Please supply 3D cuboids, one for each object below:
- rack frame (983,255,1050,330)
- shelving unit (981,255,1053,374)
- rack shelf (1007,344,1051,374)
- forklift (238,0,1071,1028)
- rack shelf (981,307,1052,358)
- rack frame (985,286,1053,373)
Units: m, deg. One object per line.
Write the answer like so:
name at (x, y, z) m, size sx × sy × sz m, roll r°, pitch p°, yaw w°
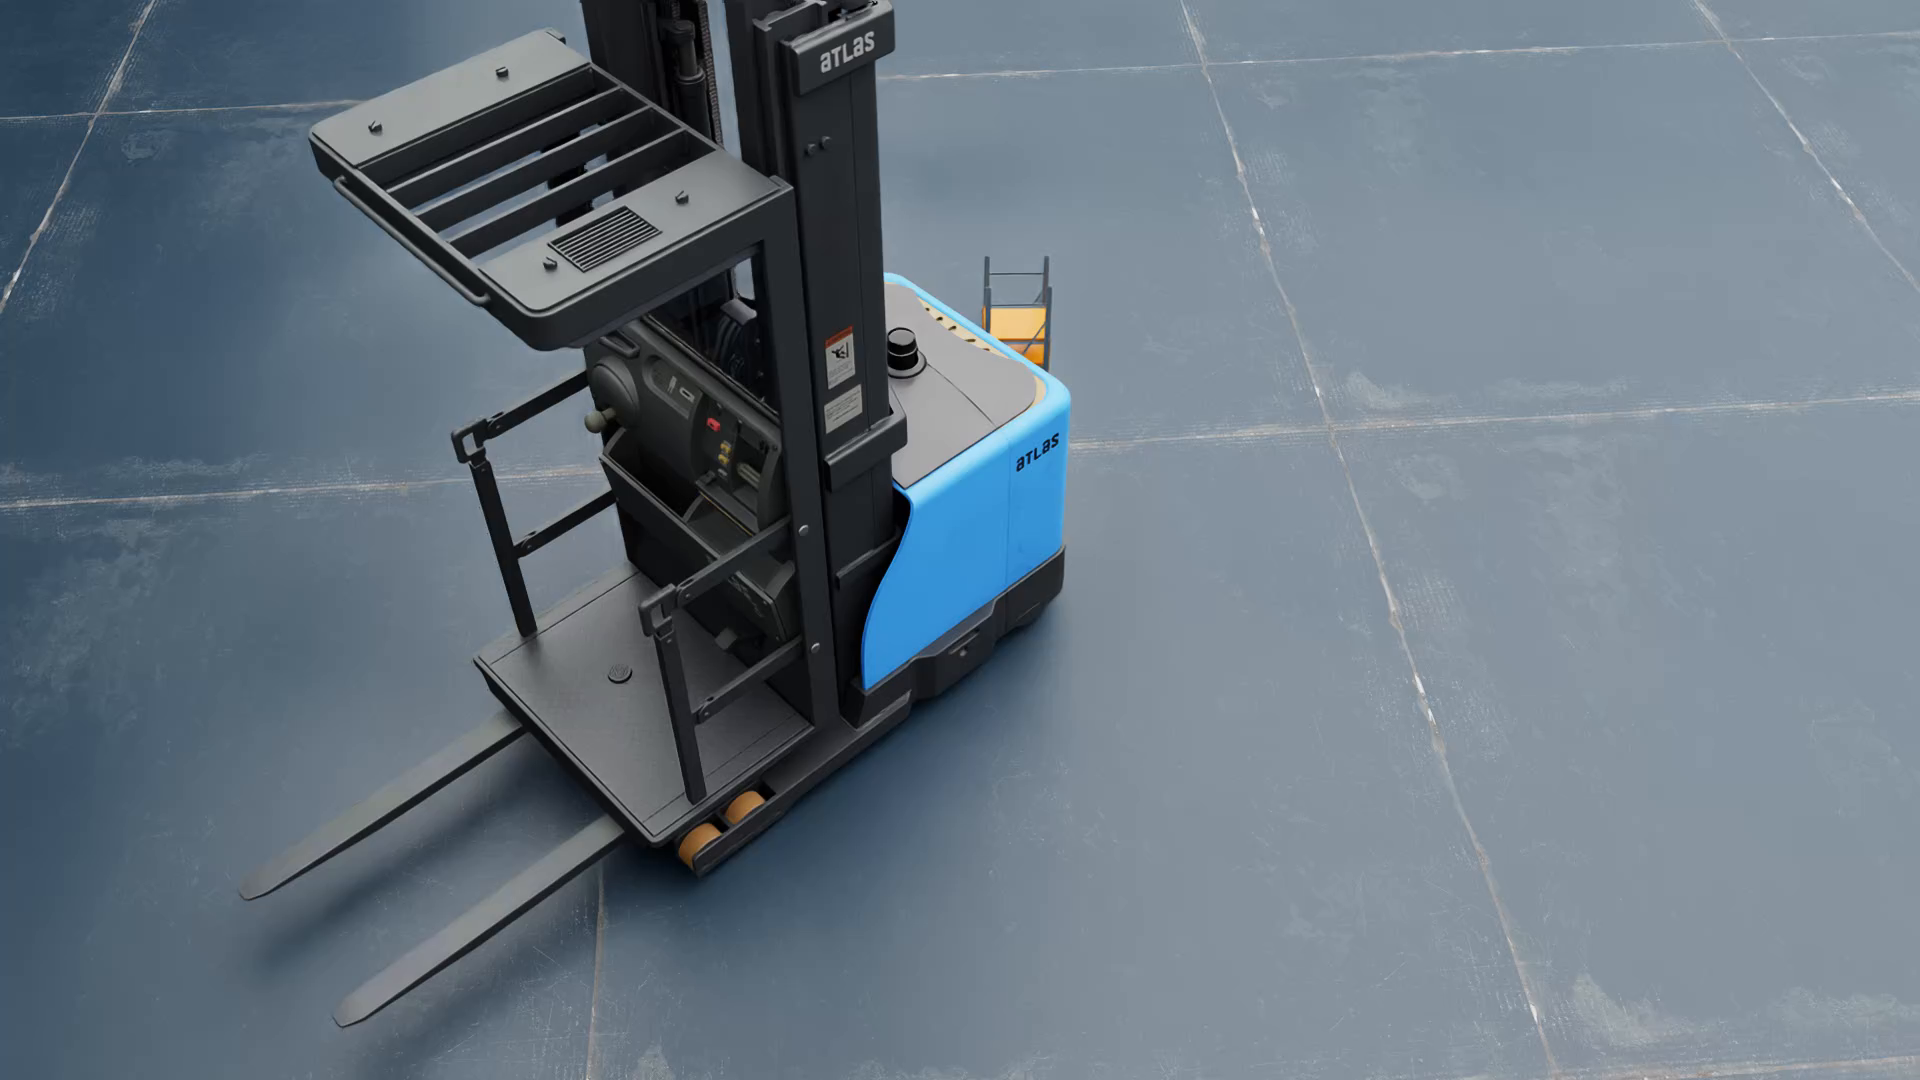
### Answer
rack frame at (0.208, -0.626, 6.516) m, size 0.240 × 1.200 × 0.006 m, roll -1°, pitch 47°, yaw -1°
shelving unit at (0.210, -0.559, 6.453) m, size 0.258 × 1.200 × 0.189 m, roll -1°, pitch 47°, yaw -1°
rack shelf at (0.210, -0.694, 6.311) m, size 0.258 × 0.103 × 0.180 m, roll -1°, pitch 47°, yaw -1°
forklift at (-1.011, -0.308, 5.023) m, size 3.031 × 2.935 × 1.130 m, roll -35°, pitch 56°, yaw -28°
rack shelf at (0.210, -0.776, 6.224) m, size 0.258 × 0.103 × 0.180 m, roll -1°, pitch 47°, yaw -1°
rack frame at (0.211, -0.493, 6.391) m, size 0.240 × 1.200 × 0.006 m, roll -1°, pitch 47°, yaw -1°
